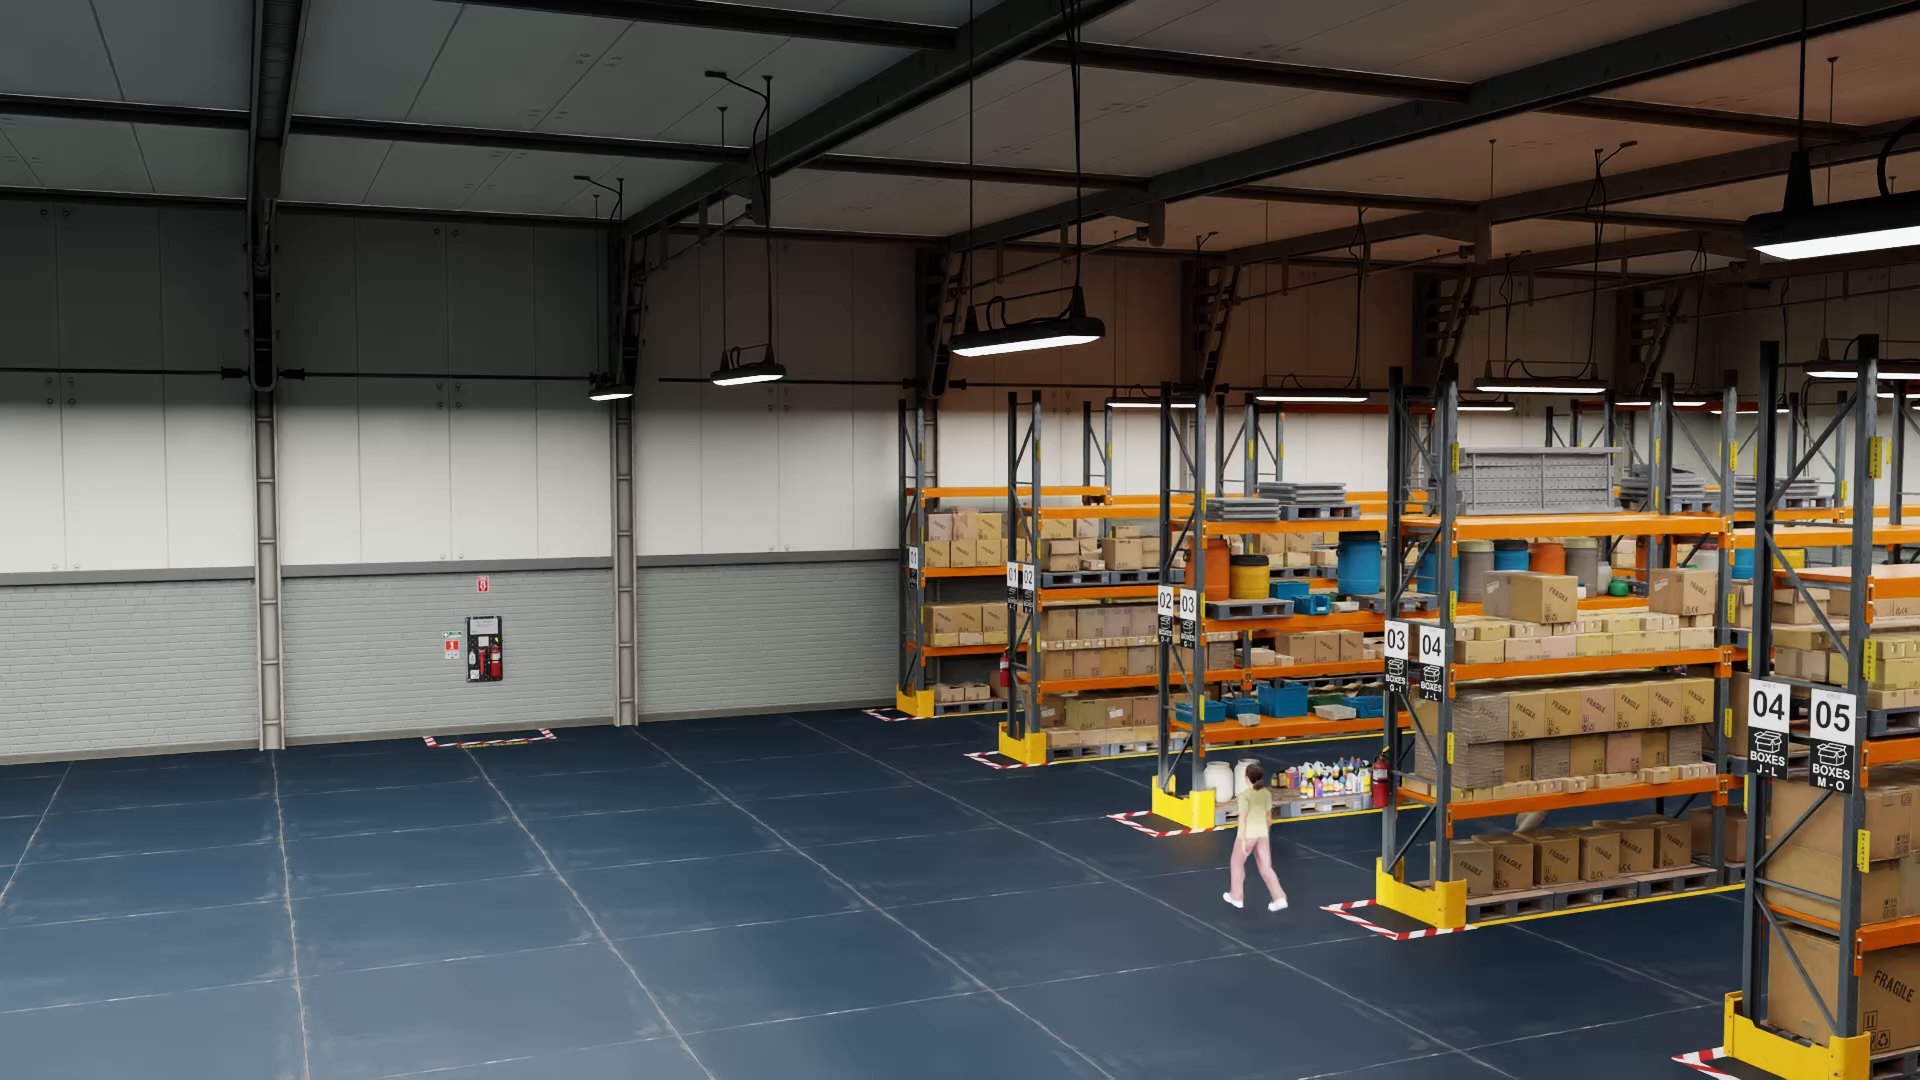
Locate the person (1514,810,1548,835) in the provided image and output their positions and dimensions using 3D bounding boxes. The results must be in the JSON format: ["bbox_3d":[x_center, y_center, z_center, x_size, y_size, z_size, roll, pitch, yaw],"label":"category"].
[{"bbox_3d":[7.181,3.071,21.094,0.565,1.723,0.579,-2,4,-24],"label":"person"}]

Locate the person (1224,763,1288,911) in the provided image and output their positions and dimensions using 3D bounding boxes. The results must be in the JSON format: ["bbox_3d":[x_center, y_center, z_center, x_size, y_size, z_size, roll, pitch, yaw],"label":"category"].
[{"bbox_3d":[3.237,3.272,18.240,0.445,1.626,1.002,-1,4,-22],"label":"person"}]
